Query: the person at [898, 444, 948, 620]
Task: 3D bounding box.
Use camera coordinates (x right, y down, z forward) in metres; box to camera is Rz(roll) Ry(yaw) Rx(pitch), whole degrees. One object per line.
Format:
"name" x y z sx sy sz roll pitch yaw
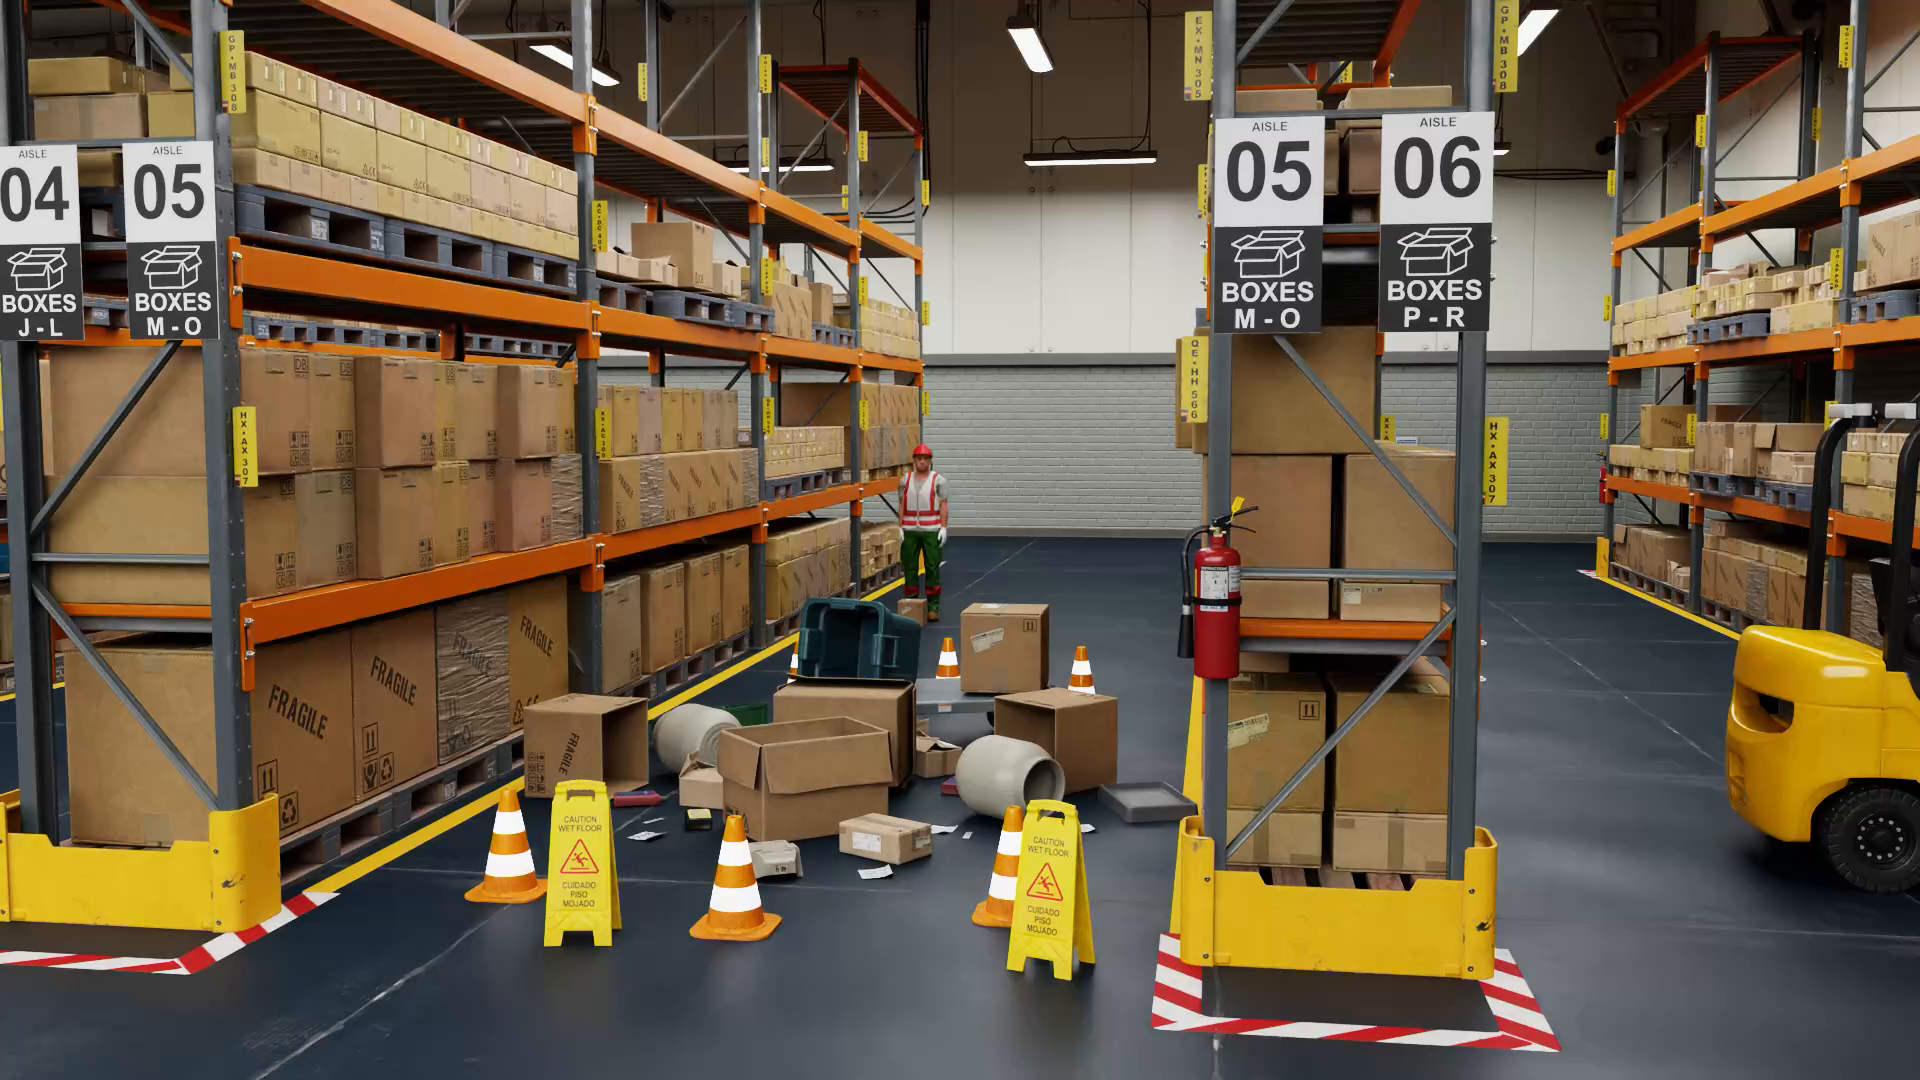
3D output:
"person" -0.385 -0.080 16.943 0.522 1.789 0.339 1 4 10
